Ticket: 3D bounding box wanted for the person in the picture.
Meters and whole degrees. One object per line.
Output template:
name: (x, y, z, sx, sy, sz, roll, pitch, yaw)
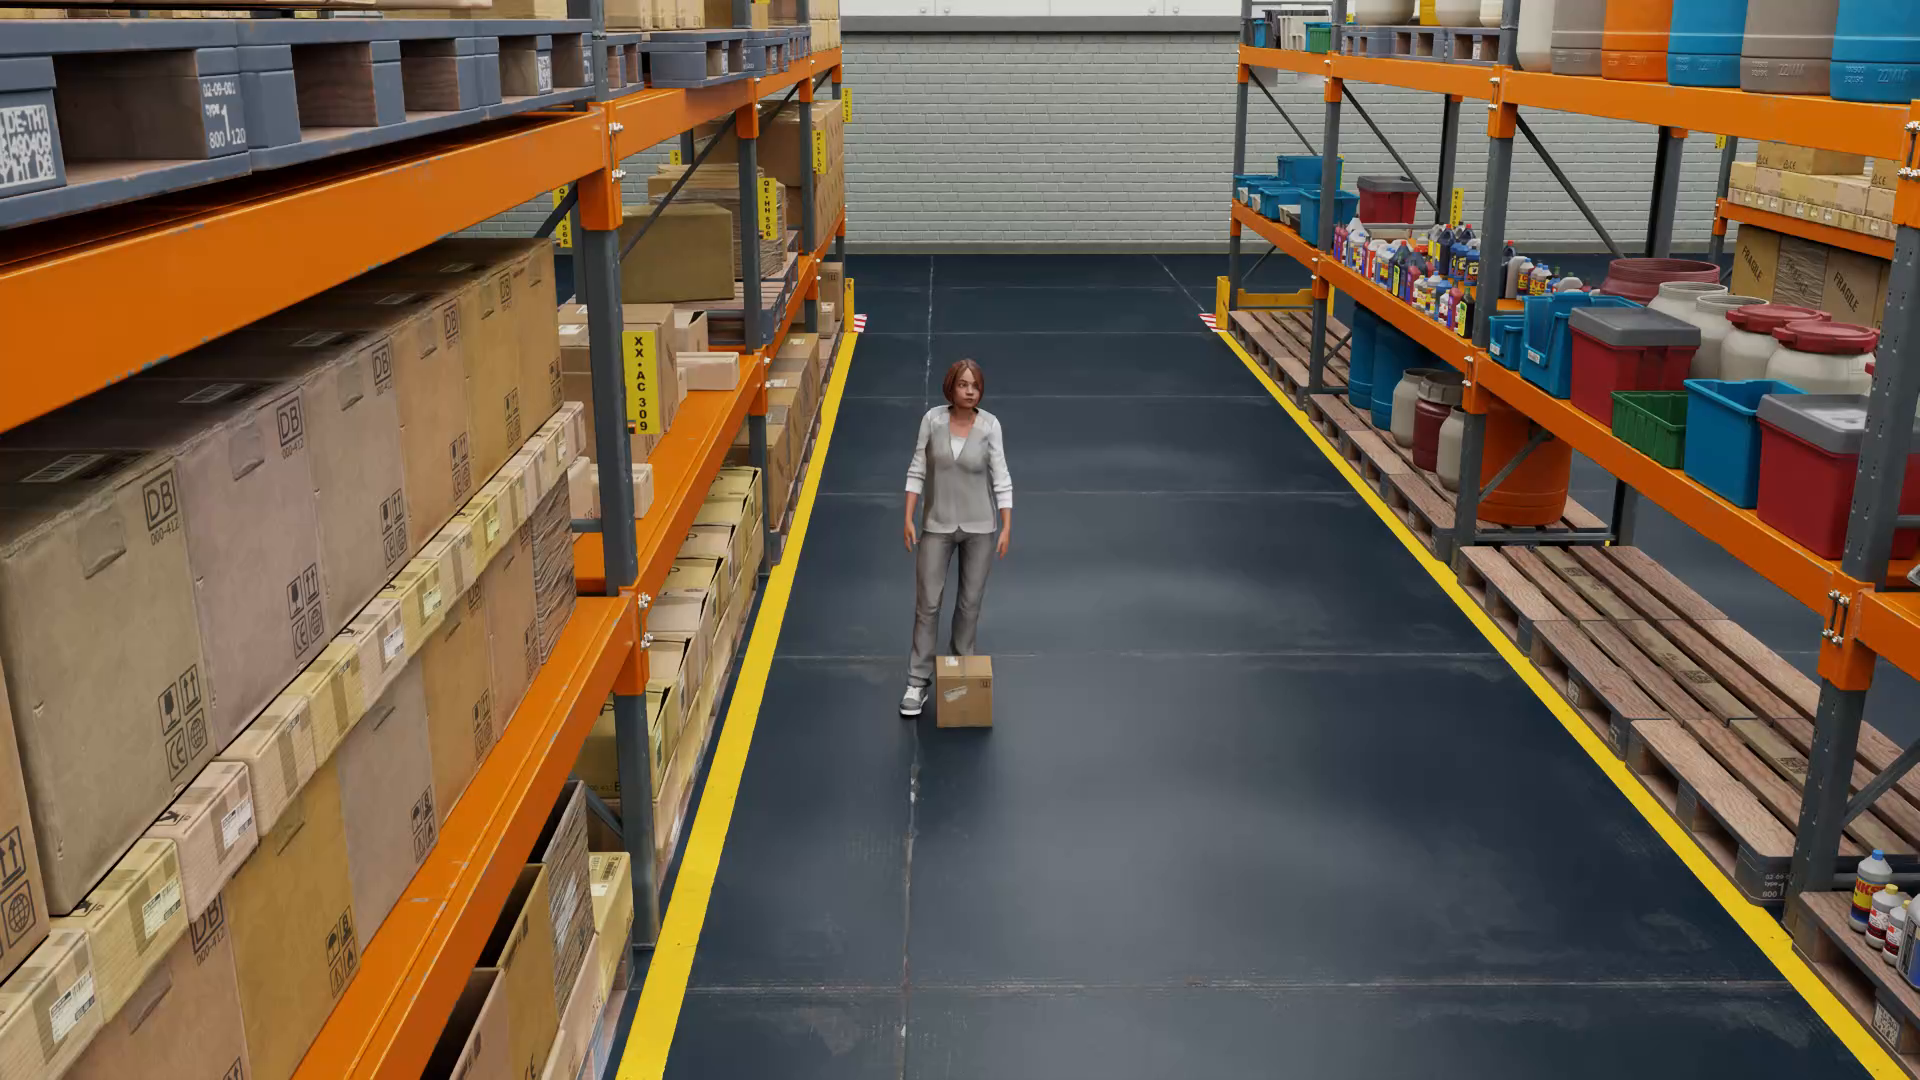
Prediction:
person: (-0.018, -0.007, 7.580, 0.520, 1.582, 0.475, 0, 17, 0)
